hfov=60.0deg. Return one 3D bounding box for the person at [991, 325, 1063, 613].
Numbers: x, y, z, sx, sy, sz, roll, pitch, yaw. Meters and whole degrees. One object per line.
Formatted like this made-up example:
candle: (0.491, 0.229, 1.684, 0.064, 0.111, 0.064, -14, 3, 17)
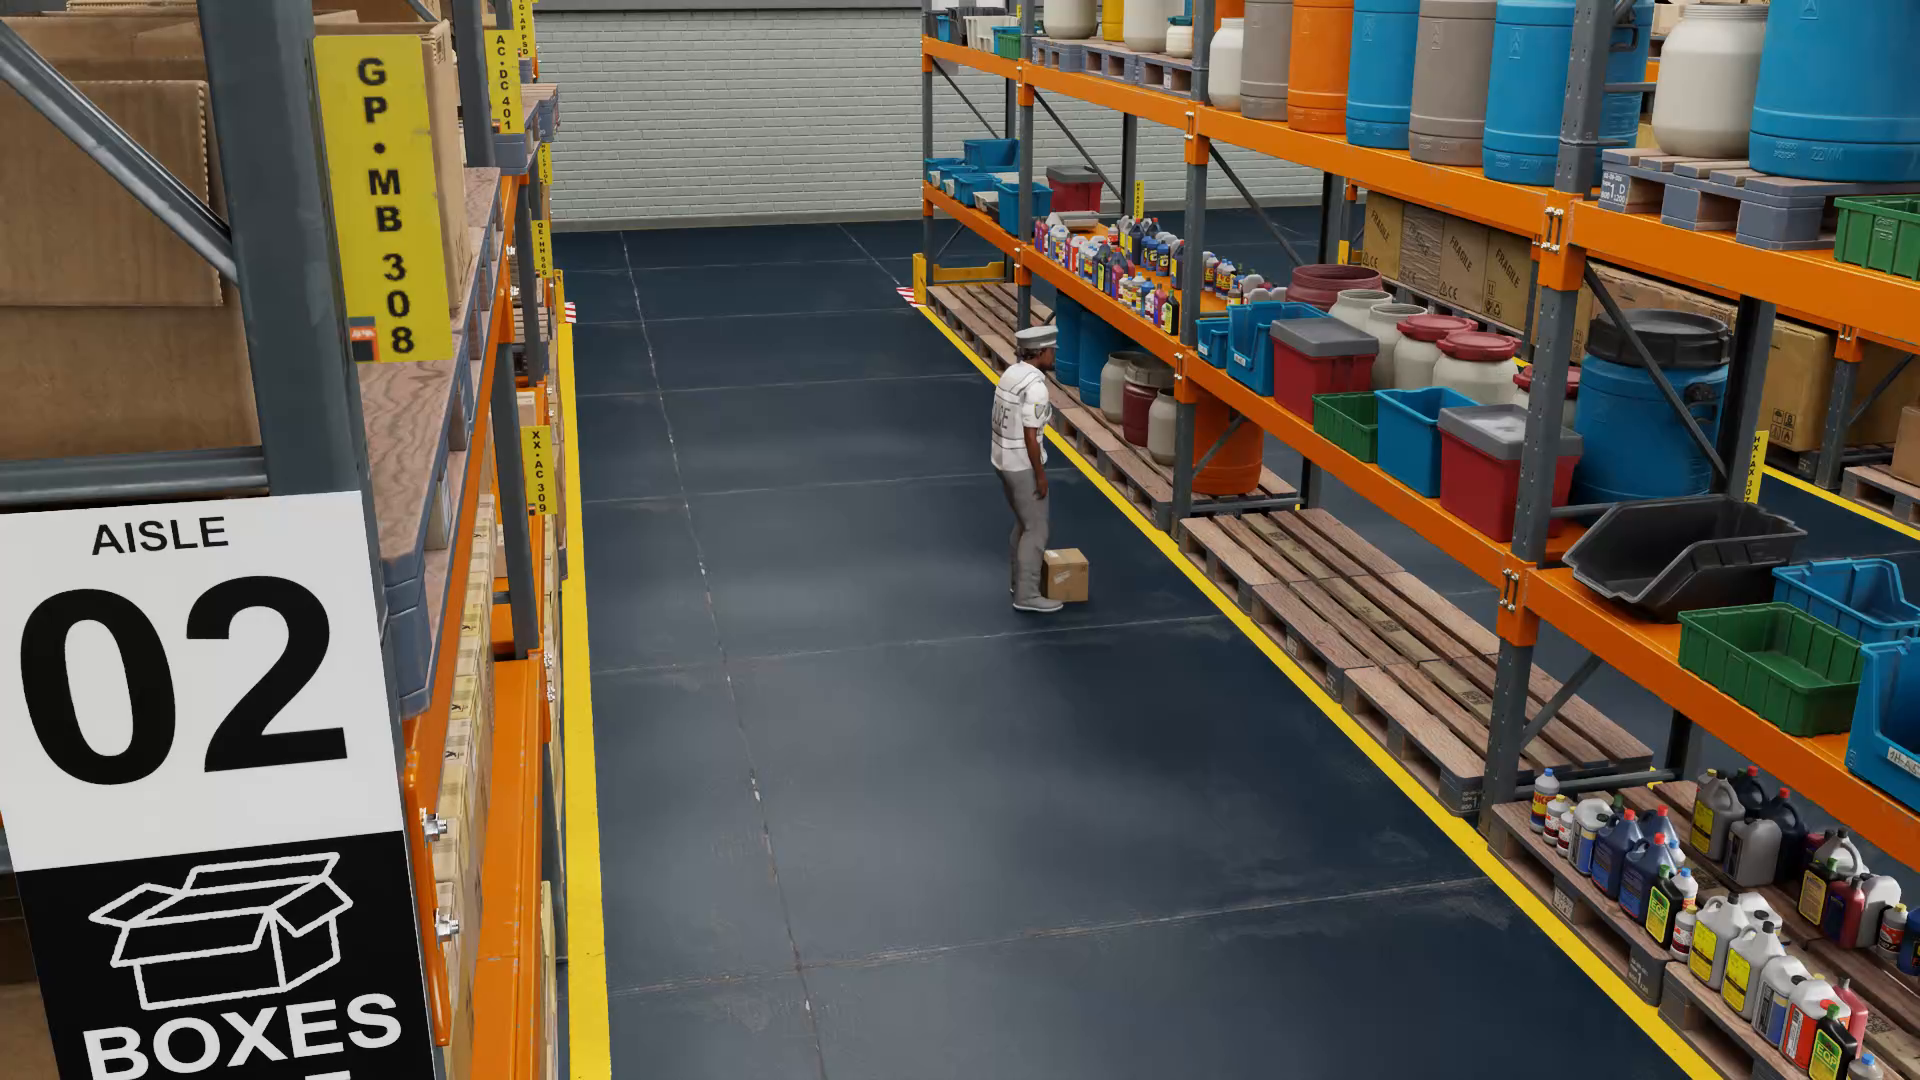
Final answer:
person: (0.409, -0.425, 9.757, 0.427, 1.657, 0.522, -6, 21, -15)
